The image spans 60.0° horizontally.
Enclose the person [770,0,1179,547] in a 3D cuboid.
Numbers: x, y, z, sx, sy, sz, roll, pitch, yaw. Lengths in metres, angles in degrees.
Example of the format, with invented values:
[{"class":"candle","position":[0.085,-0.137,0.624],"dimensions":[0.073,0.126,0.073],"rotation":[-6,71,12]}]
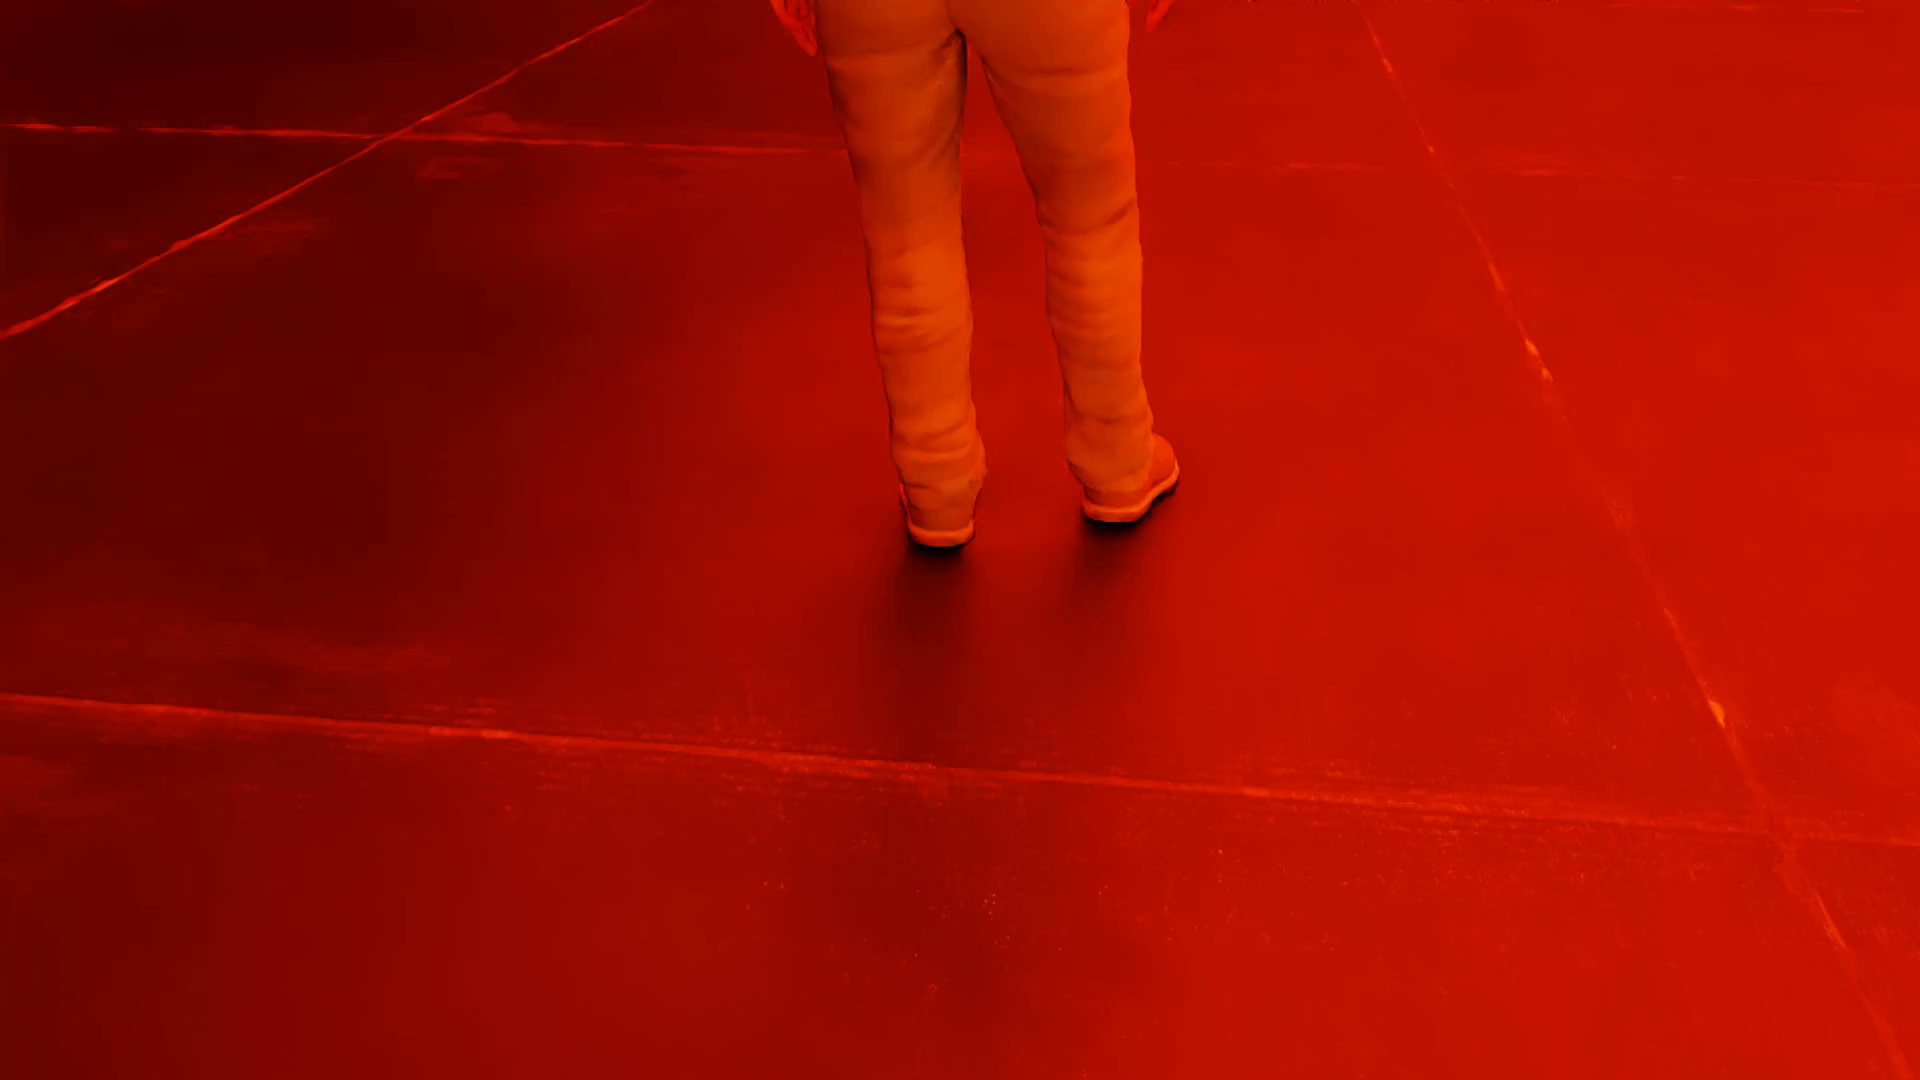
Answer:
[{"class":"person","position":[0.033,-0.785,2.190],"dimensions":[0.598,1.669,0.529],"rotation":[3,27,7]}]
